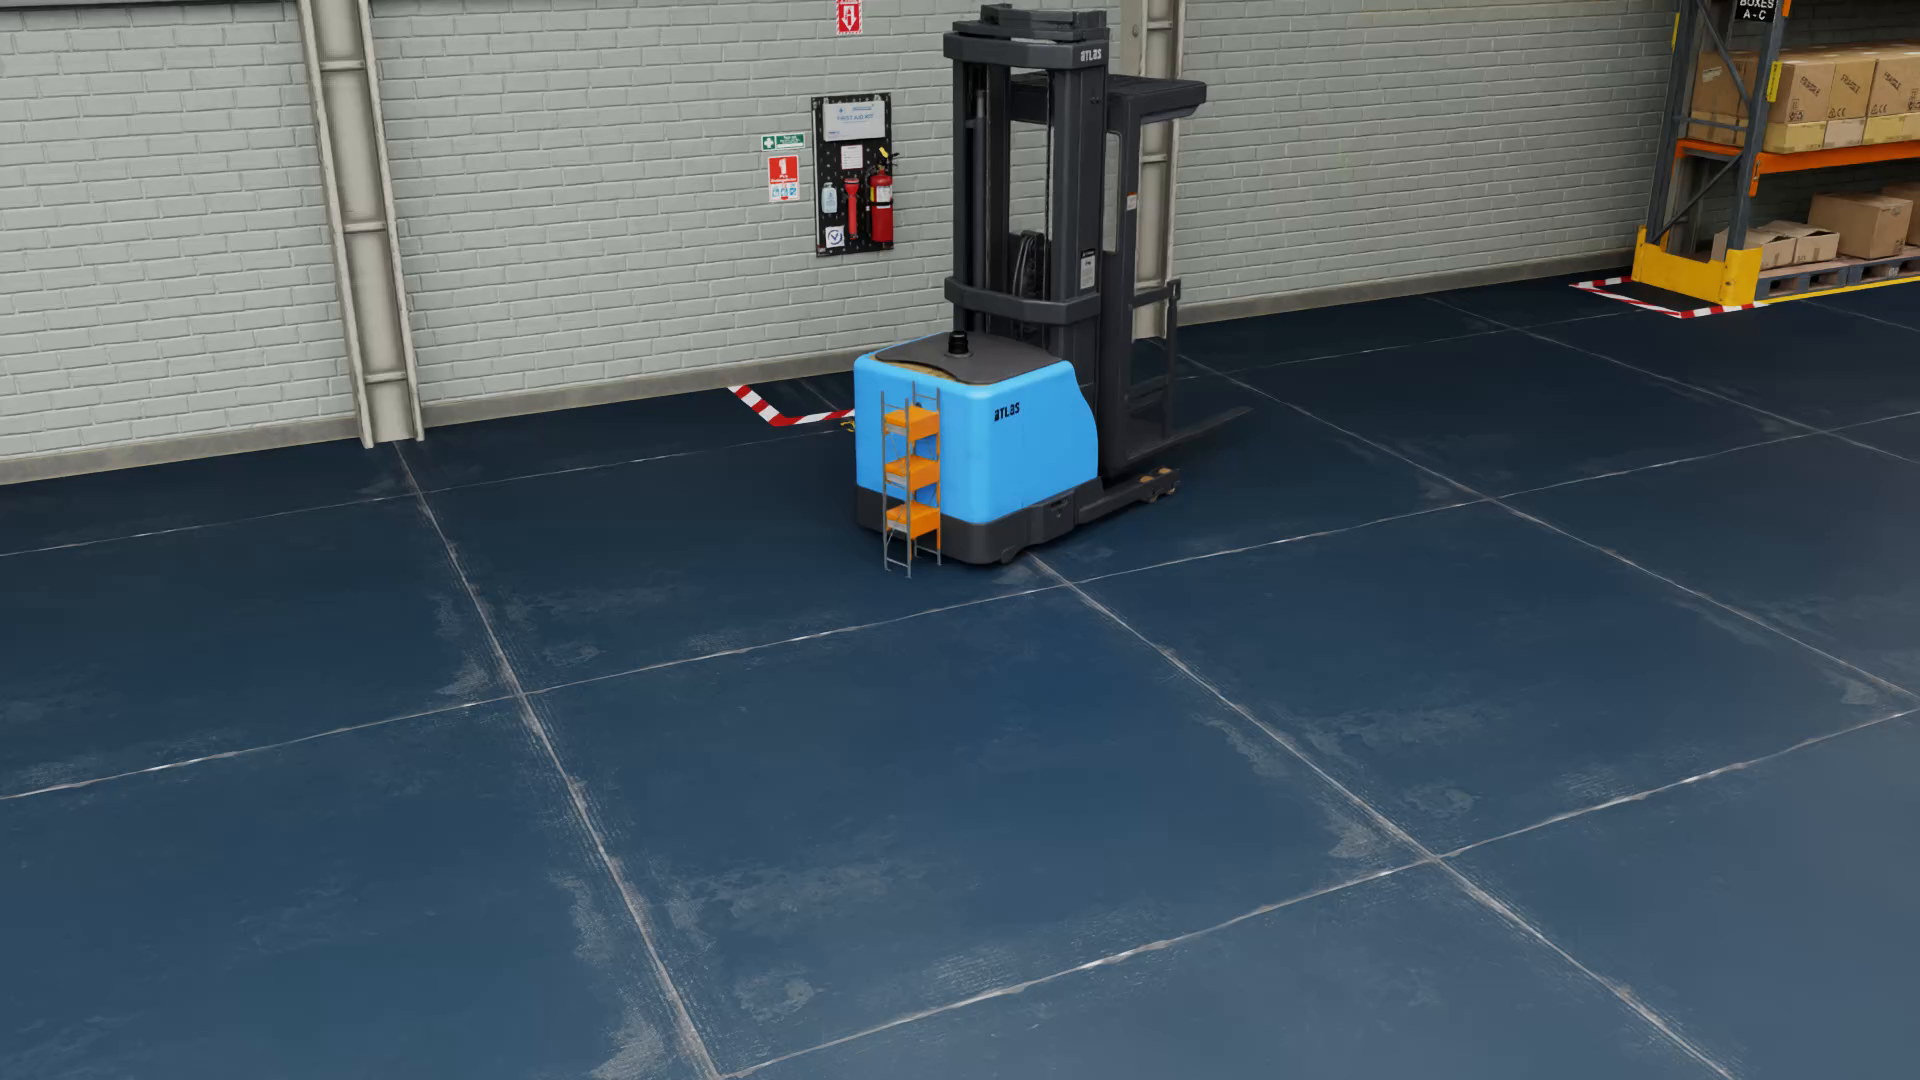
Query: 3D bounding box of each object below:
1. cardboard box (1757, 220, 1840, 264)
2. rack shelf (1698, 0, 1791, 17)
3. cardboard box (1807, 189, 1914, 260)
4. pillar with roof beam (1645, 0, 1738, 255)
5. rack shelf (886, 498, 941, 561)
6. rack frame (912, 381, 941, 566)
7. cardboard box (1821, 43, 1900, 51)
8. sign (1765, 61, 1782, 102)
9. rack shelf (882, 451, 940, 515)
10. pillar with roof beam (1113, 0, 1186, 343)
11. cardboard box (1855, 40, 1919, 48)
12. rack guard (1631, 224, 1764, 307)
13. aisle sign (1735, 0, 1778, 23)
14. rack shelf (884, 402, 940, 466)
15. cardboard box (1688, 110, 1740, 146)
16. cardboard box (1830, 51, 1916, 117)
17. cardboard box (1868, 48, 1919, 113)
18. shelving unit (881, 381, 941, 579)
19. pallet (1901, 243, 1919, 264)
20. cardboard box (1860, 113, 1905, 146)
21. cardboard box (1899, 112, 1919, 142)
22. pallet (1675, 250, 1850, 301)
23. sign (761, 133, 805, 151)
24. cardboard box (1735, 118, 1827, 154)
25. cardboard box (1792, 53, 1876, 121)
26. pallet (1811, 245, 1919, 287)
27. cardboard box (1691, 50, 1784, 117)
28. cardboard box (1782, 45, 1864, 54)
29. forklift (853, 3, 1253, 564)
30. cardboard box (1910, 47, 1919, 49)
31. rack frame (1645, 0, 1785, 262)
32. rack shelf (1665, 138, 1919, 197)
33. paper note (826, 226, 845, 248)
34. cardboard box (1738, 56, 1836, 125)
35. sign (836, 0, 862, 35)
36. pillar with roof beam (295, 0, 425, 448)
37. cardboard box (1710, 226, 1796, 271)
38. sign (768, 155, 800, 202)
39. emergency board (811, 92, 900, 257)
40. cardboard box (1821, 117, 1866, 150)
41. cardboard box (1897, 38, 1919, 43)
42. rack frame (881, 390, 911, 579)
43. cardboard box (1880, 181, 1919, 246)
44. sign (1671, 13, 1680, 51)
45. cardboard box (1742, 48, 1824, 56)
[{"bbox_3d":[7.822,-2.805,15.545,0.500,0.311,0.500,-8,24,-19],"label":"cardboard box"},{"bbox_3d":[8.448,-5.051,15.049,4.000,0.370,1.077,-10,25,-24],"label":"rack shelf"},{"bbox_3d":[8.505,-2.997,15.761,0.500,0.500,0.700,-12,25,-27],"label":"cardboard box"},{"bbox_3d":[8.769,-5.368,10.953,0.400,9.000,9.100,-10,25,-24],"label":"pillar with roof beam"},{"bbox_3d":[-0.268,-0.062,9.280,0.215,0.259,0.240,19,29,38],"label":"rack shelf"},{"bbox_3d":[-0.187,-0.363,9.254,0.200,1.050,0.008,19,29,38],"label":"rack frame"},{"bbox_3d":[8.354,-4.355,15.537,0.500,0.500,0.500,-10,25,-23],"label":"cardboard box"},{"bbox_3d":[6.882,-3.879,14.067,0.005,0.325,0.100,-10,25,-24],"label":"sign"},{"bbox_3d":[-0.268,-0.318,9.174,0.215,0.259,0.240,19,29,38],"label":"rack shelf"},{"bbox_3d":[3.362,-4.373,8.549,0.400,9.000,9.100,-10,25,-24],"label":"pillar with roof beam"},{"bbox_3d":[8.817,-4.445,15.755,0.500,0.500,0.500,-10,24,-22],"label":"cardboard box"},{"bbox_3d":[6.715,-2.524,15.193,0.348,0.500,1.175,-10,25,-24],"label":"rack guard"},{"bbox_3d":[6.711,-4.752,13.908,0.004,0.787,0.394,-10,25,-24],"label":"aisle sign"},{"bbox_3d":[-0.268,-0.581,9.066,0.215,0.259,0.240,19,29,38],"label":"rack shelf"},{"bbox_3d":[6.983,-3.750,15.058,0.500,0.250,0.500,-10,25,-23],"label":"cardboard box"},{"bbox_3d":[8.125,-4.090,14.898,0.500,0.500,0.500,-11,25,-25],"label":"cardboard box"},{"bbox_3d":[8.585,-4.180,15.115,0.500,0.500,0.500,-10,24,-22],"label":"cardboard box"},{"bbox_3d":[-0.268,-0.328,9.170,0.215,1.050,0.252,19,29,38],"label":"shelving unit"},{"bbox_3d":[9.661,-2.917,16.522,1.213,0.211,1.003,-10,25,-24],"label":"pallet"},{"bbox_3d":[8.147,-3.751,15.059,0.500,0.250,0.500,-11,25,-24],"label":"cardboard box"},{"bbox_3d":[8.603,-3.834,15.260,0.500,0.250,0.500,-10,25,-23],"label":"cardboard box"},{"bbox_3d":[7.462,-2.513,15.544,1.213,0.211,1.003,-10,25,-24],"label":"pallet"},{"bbox_3d":[-1.283,-2.891,12.072,0.331,0.109,0.001,-10,25,-24],"label":"sign"},{"bbox_3d":[7.224,-3.577,14.640,0.500,0.250,0.500,-11,25,-25],"label":"cardboard box"},{"bbox_3d":[7.656,-4.006,14.696,0.500,0.500,0.500,-10,25,-23],"label":"cardboard box"},{"bbox_3d":[8.560,-2.713,16.029,1.213,0.211,1.003,-10,25,-24],"label":"pallet"},{"bbox_3d":[6.979,-4.104,14.931,0.500,0.500,0.500,-11,25,-24],"label":"cardboard box"},{"bbox_3d":[7.901,-4.271,15.336,0.500,0.500,0.500,-11,25,-25],"label":"cardboard box"},{"bbox_3d":[0.736,-1.700,10.024,1.130,2.935,3.031,19,29,38],"label":"forklift"},{"bbox_3d":[9.053,-4.266,15.324,0.500,0.500,0.500,-11,25,-25],"label":"cardboard box"},{"bbox_3d":[6.646,-3.666,14.684,0.127,3.000,1.000,-10,25,-24],"label":"rack frame"},{"bbox_3d":[8.448,-3.665,15.623,4.000,0.370,1.077,-10,25,-24],"label":"rack shelf"},{"bbox_3d":[-0.937,-2.275,12.477,0.142,0.148,0.016,-10,25,-24],"label":"paper note"},{"bbox_3d":[7.207,-3.928,14.507,0.500,0.500,0.500,-10,25,-24],"label":"cardboard box"},{"bbox_3d":[-0.798,-3.792,11.958,0.199,0.298,0.001,-10,25,-24],"label":"sign"},{"bbox_3d":[-2.044,-3.378,6.145,0.400,9.000,9.100,-10,25,-24],"label":"pillar with roof beam"},{"bbox_3d":[7.309,-2.711,15.317,0.500,0.311,0.500,-14,26,-30],"label":"cardboard box"},{"bbox_3d":[-1.291,-2.648,12.179,0.234,0.329,0.001,-10,25,-24],"label":"sign"},{"bbox_3d":[-0.748,-2.688,12.322,0.643,1.169,0.194,-10,25,-24],"label":"emergency board"},{"bbox_3d":[7.685,-3.668,14.860,0.500,0.250,0.500,-11,25,-25],"label":"cardboard box"},{"bbox_3d":[9.269,-4.525,15.950,0.500,0.500,0.500,-11,25,-24],"label":"cardboard box"},{"bbox_3d":[-0.350,-0.293,9.086,0.200,1.050,0.008,19,29,38],"label":"rack frame"},{"bbox_3d":[9.333,-3.192,16.232,0.500,0.500,0.500,-12,26,-28],"label":"cardboard box"},{"bbox_3d":[6.423,-4.541,14.872,0.005,0.325,0.100,-10,25,-24],"label":"sign"},{"bbox_3d":[7.437,-4.184,15.125,0.500,0.500,0.500,-10,25,-23],"label":"cardboard box"}]
